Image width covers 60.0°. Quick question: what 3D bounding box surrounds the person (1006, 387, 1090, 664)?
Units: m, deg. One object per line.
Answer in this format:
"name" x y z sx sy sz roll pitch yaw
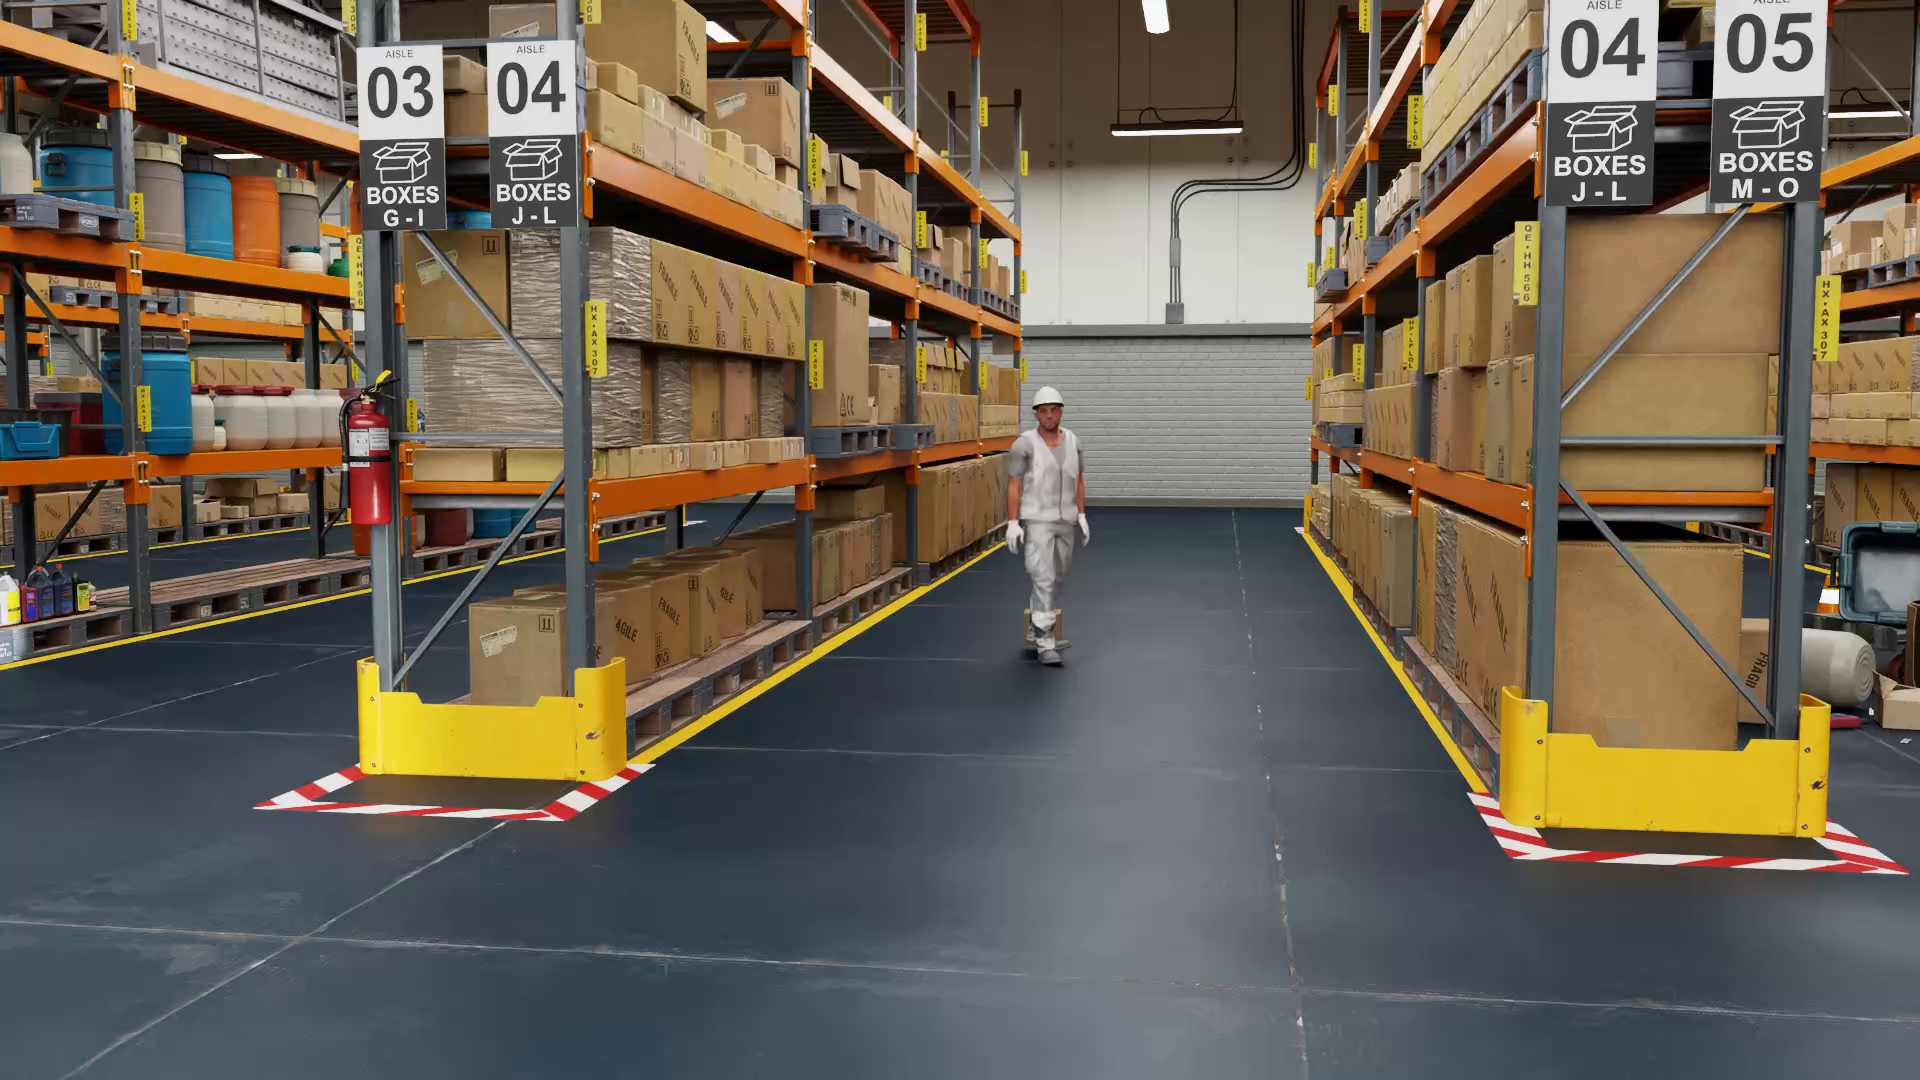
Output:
"person" 0.557 -0.101 10.787 0.575 1.779 0.596 -3 5 -30
